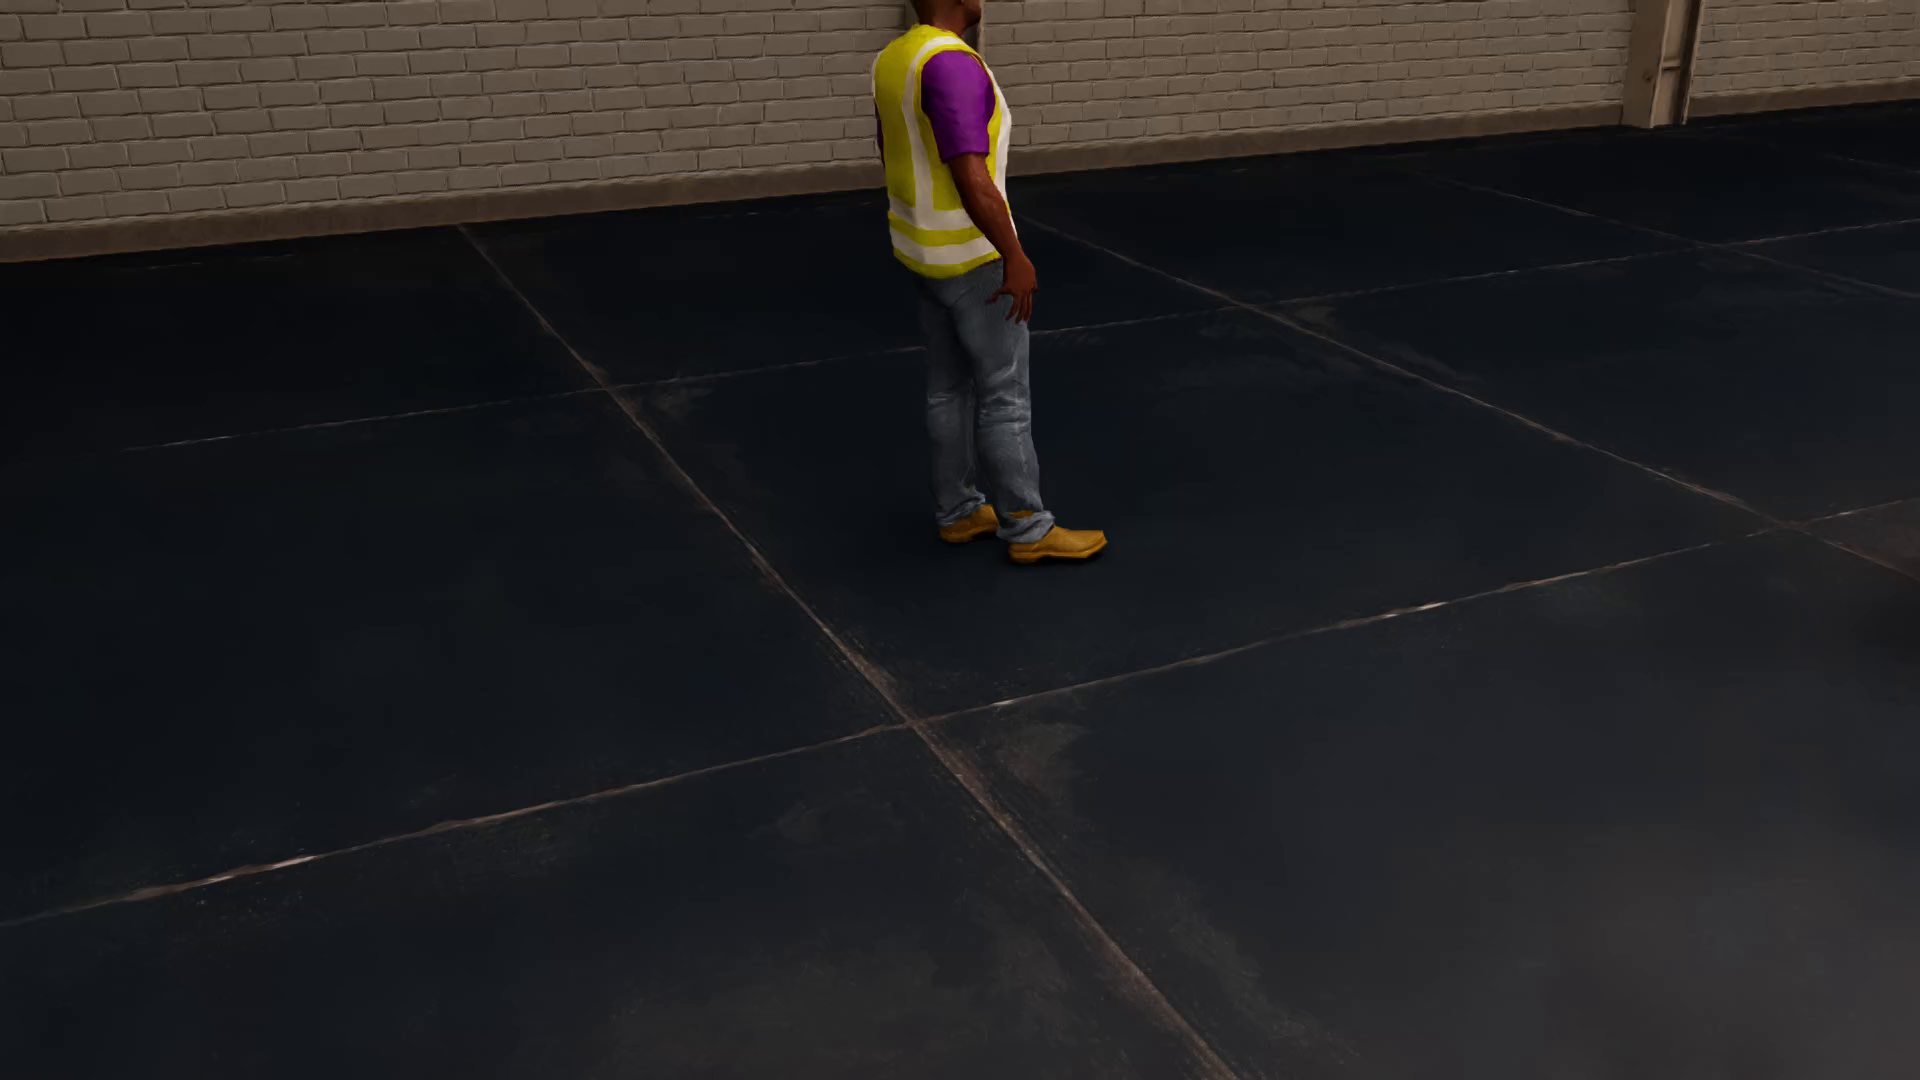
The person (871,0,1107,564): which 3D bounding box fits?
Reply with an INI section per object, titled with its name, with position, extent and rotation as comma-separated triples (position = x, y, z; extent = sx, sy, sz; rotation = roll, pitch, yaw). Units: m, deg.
[person]
position = 0.065, -0.831, 4.788
extent = 0.576, 1.766, 0.665
rotation = -10, 25, -23
